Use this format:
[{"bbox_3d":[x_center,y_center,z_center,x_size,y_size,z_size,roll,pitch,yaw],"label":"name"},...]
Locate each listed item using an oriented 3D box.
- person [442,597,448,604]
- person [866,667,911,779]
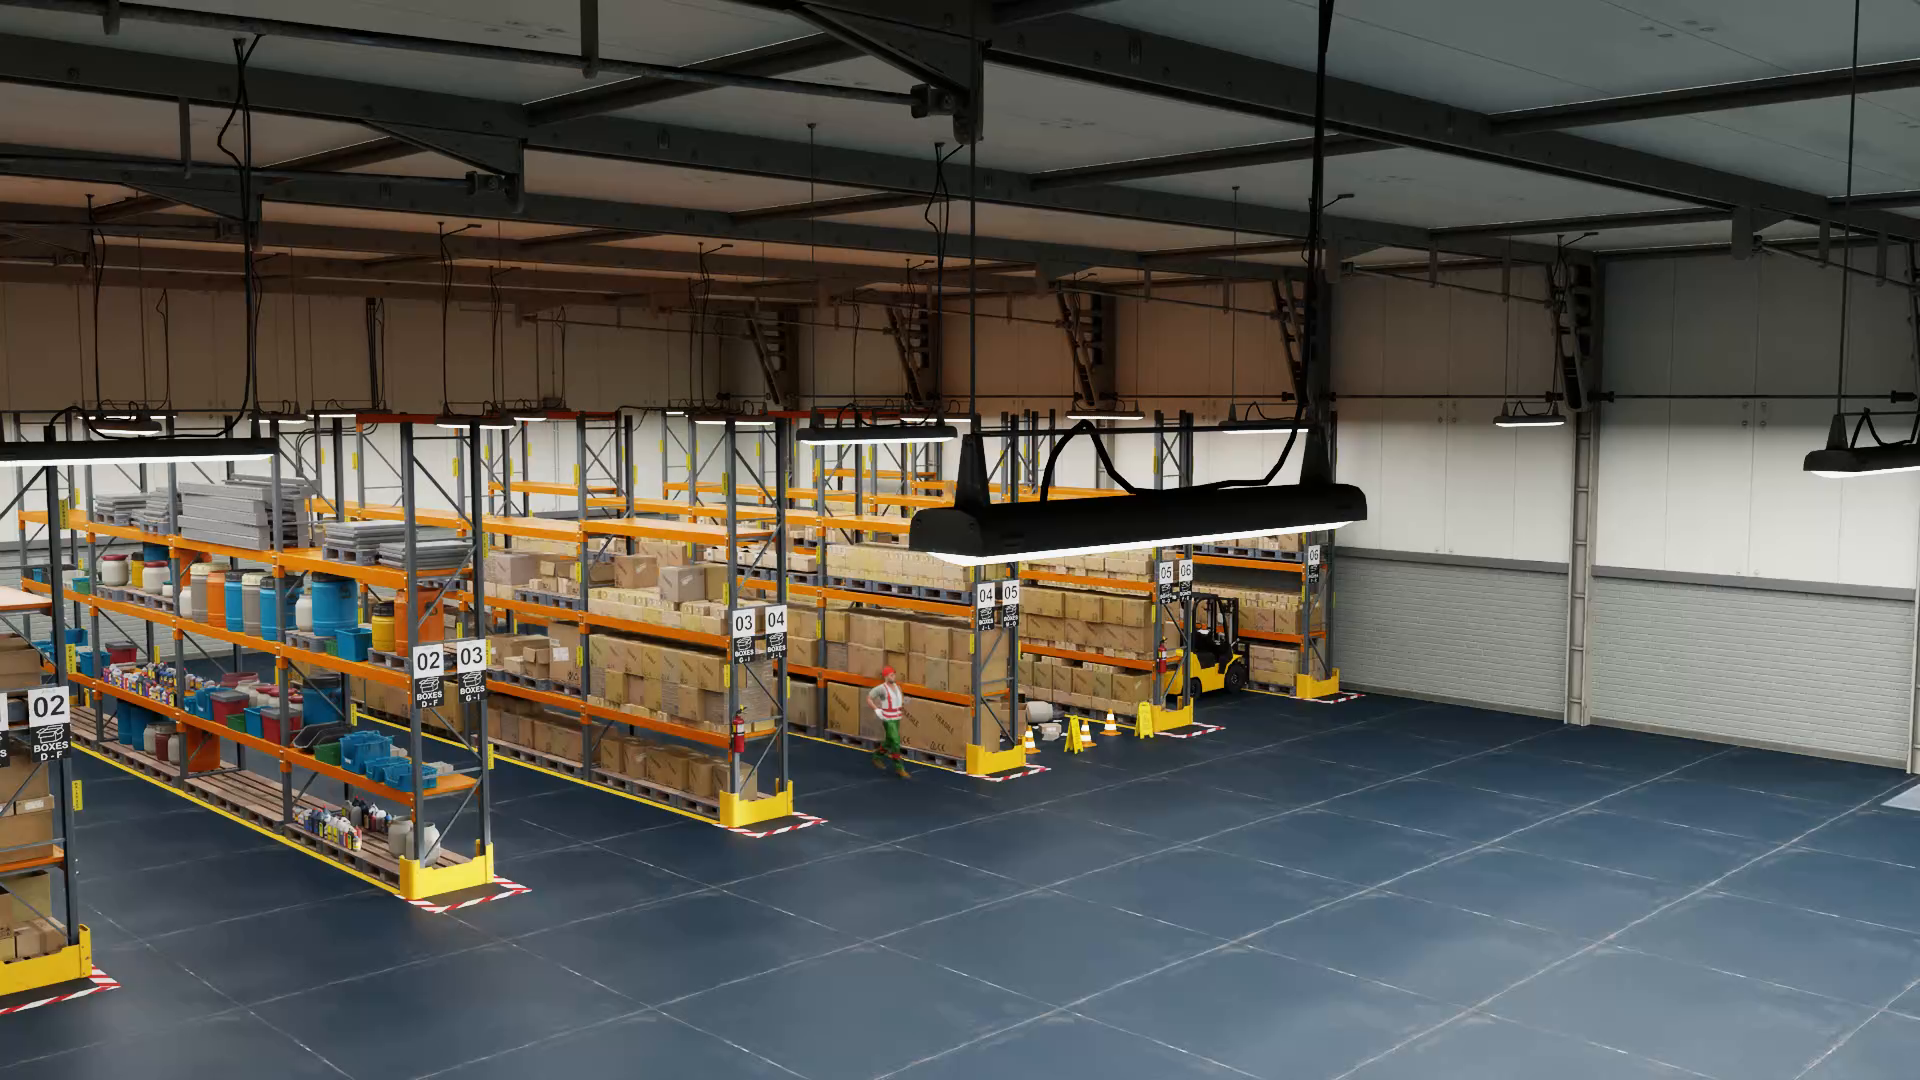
[{"bbox_3d":[-12.130,2.136,38.859,0.652,1.649,0.856,0,5,5],"label":"person"},{"bbox_3d":[-1.148,3.008,27.663,0.884,1.808,0.648,3,6,34],"label":"person"}]
